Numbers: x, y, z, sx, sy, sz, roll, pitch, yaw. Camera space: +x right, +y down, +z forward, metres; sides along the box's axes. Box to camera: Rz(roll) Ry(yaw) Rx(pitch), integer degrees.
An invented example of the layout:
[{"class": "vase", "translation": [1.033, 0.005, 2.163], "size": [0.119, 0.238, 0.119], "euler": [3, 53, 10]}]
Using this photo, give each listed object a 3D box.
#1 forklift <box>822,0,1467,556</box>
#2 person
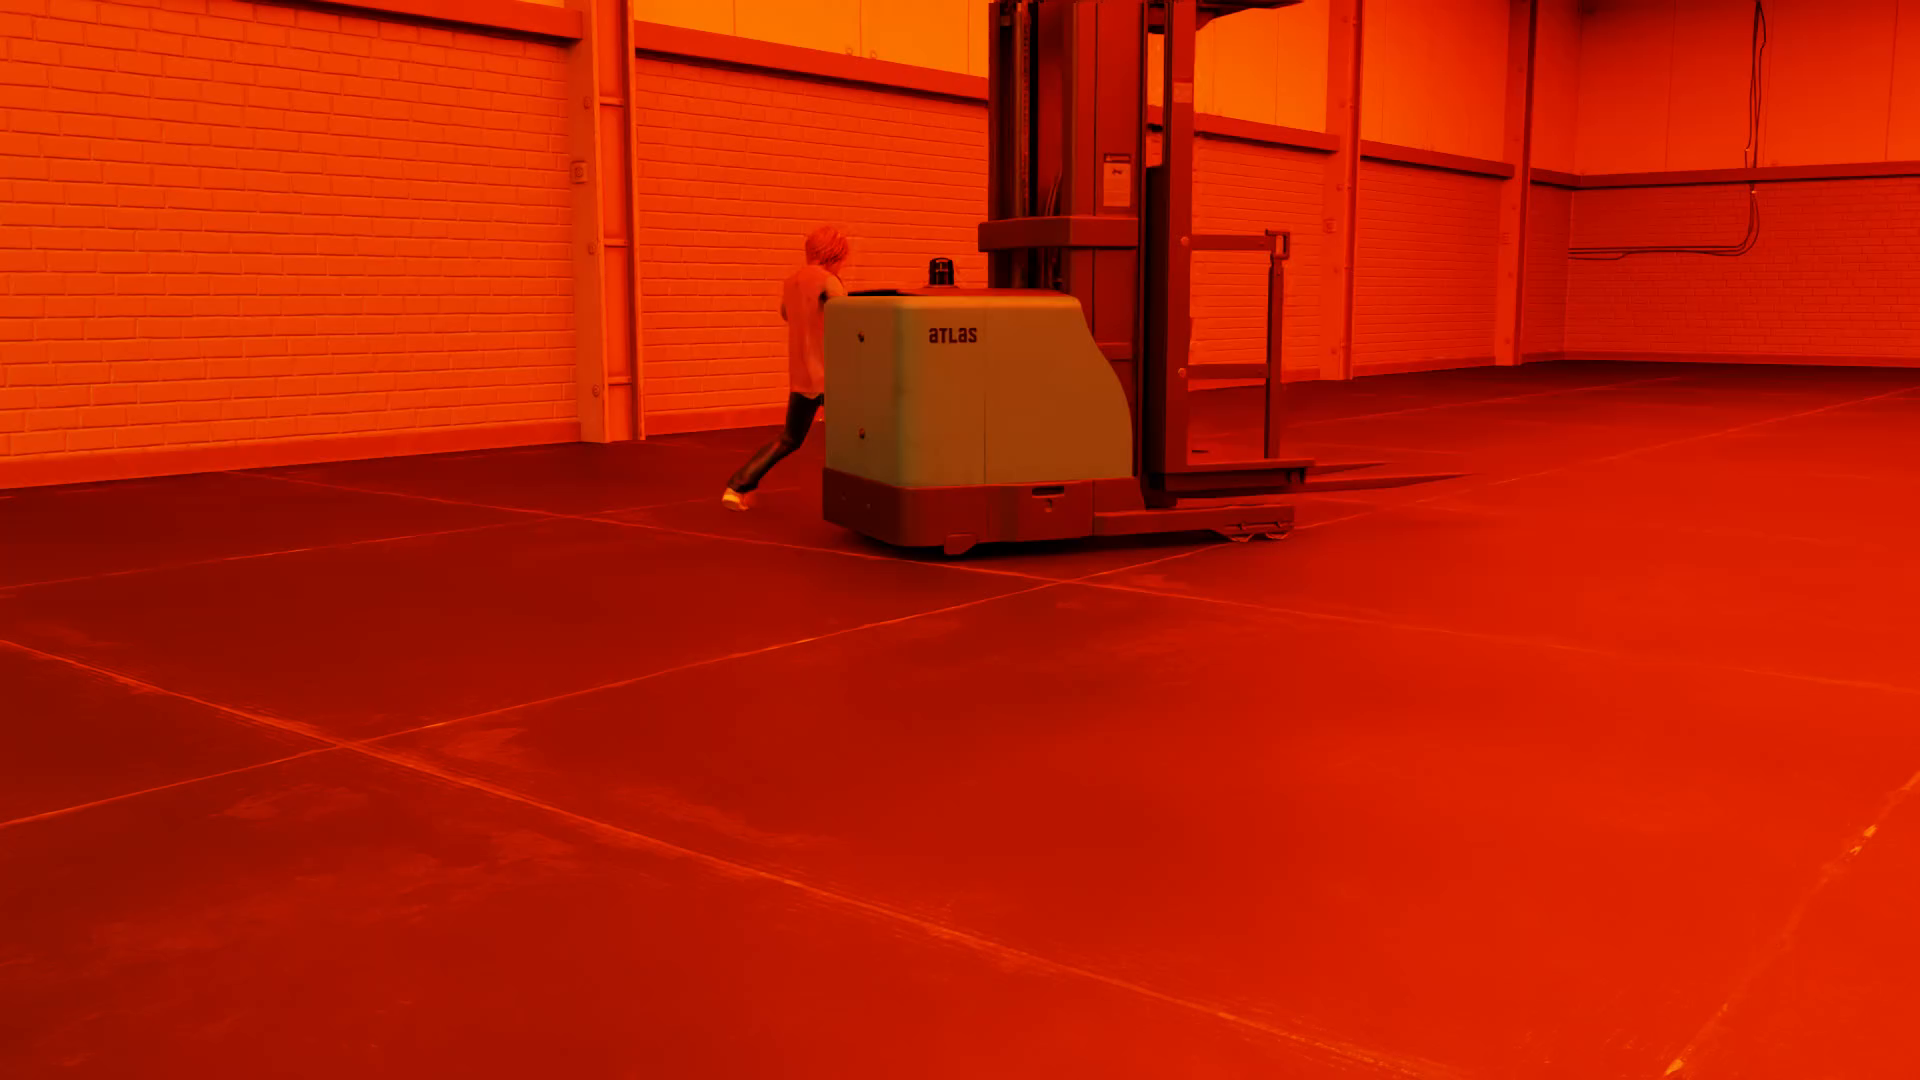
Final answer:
[{"class": "forklift", "translation": [0.939, -1.504, 7.557], "size": [3.031, 2.935, 1.130], "euler": [-4, 9, -24]}, {"class": "person", "translation": [-0.617, -0.822, 8.225], "size": [0.899, 1.405, 0.992], "euler": [-7, 11, -39]}]
